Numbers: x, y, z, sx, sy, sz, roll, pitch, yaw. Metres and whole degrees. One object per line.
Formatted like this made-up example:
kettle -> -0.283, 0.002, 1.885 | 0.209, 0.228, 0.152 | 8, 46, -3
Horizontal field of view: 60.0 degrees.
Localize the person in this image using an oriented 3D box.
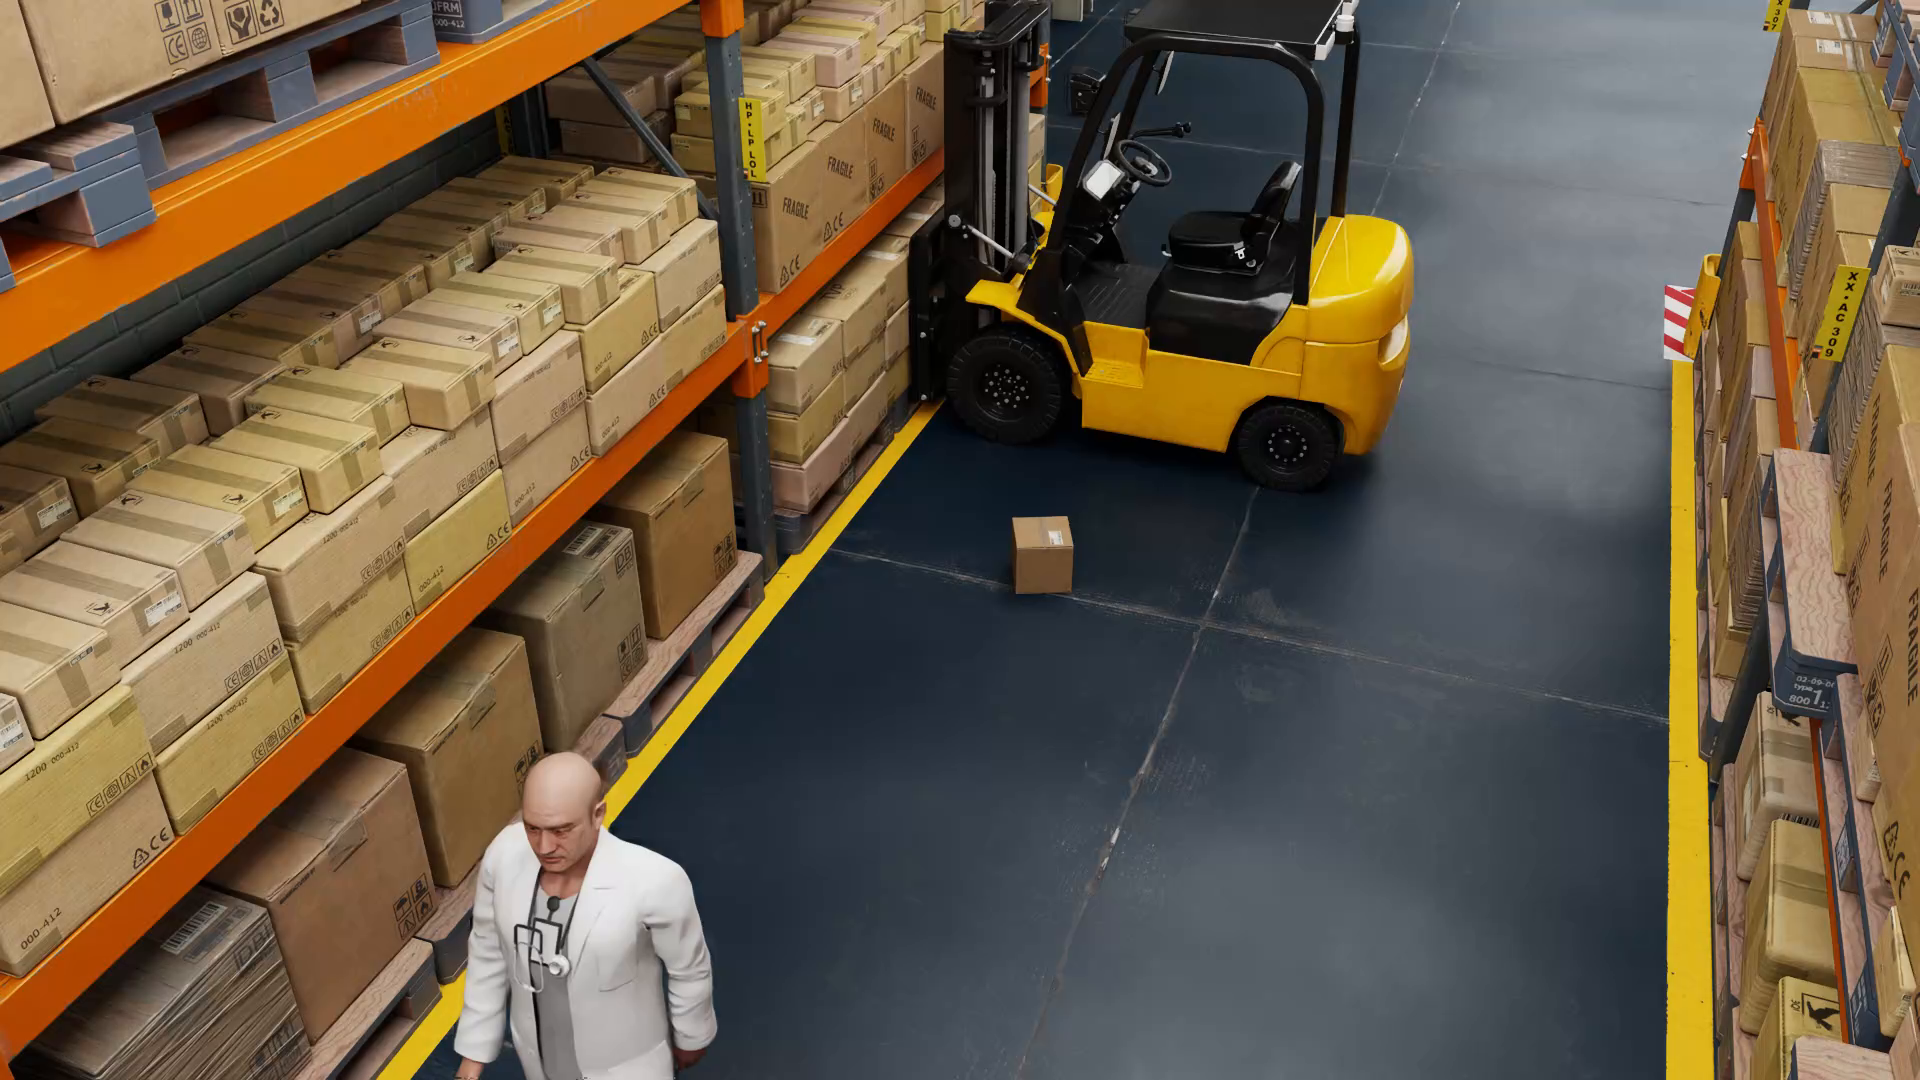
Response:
person -> -0.957, 1.322, 4.106 | 0.580, 1.801, 0.833 | 12, 35, 18
